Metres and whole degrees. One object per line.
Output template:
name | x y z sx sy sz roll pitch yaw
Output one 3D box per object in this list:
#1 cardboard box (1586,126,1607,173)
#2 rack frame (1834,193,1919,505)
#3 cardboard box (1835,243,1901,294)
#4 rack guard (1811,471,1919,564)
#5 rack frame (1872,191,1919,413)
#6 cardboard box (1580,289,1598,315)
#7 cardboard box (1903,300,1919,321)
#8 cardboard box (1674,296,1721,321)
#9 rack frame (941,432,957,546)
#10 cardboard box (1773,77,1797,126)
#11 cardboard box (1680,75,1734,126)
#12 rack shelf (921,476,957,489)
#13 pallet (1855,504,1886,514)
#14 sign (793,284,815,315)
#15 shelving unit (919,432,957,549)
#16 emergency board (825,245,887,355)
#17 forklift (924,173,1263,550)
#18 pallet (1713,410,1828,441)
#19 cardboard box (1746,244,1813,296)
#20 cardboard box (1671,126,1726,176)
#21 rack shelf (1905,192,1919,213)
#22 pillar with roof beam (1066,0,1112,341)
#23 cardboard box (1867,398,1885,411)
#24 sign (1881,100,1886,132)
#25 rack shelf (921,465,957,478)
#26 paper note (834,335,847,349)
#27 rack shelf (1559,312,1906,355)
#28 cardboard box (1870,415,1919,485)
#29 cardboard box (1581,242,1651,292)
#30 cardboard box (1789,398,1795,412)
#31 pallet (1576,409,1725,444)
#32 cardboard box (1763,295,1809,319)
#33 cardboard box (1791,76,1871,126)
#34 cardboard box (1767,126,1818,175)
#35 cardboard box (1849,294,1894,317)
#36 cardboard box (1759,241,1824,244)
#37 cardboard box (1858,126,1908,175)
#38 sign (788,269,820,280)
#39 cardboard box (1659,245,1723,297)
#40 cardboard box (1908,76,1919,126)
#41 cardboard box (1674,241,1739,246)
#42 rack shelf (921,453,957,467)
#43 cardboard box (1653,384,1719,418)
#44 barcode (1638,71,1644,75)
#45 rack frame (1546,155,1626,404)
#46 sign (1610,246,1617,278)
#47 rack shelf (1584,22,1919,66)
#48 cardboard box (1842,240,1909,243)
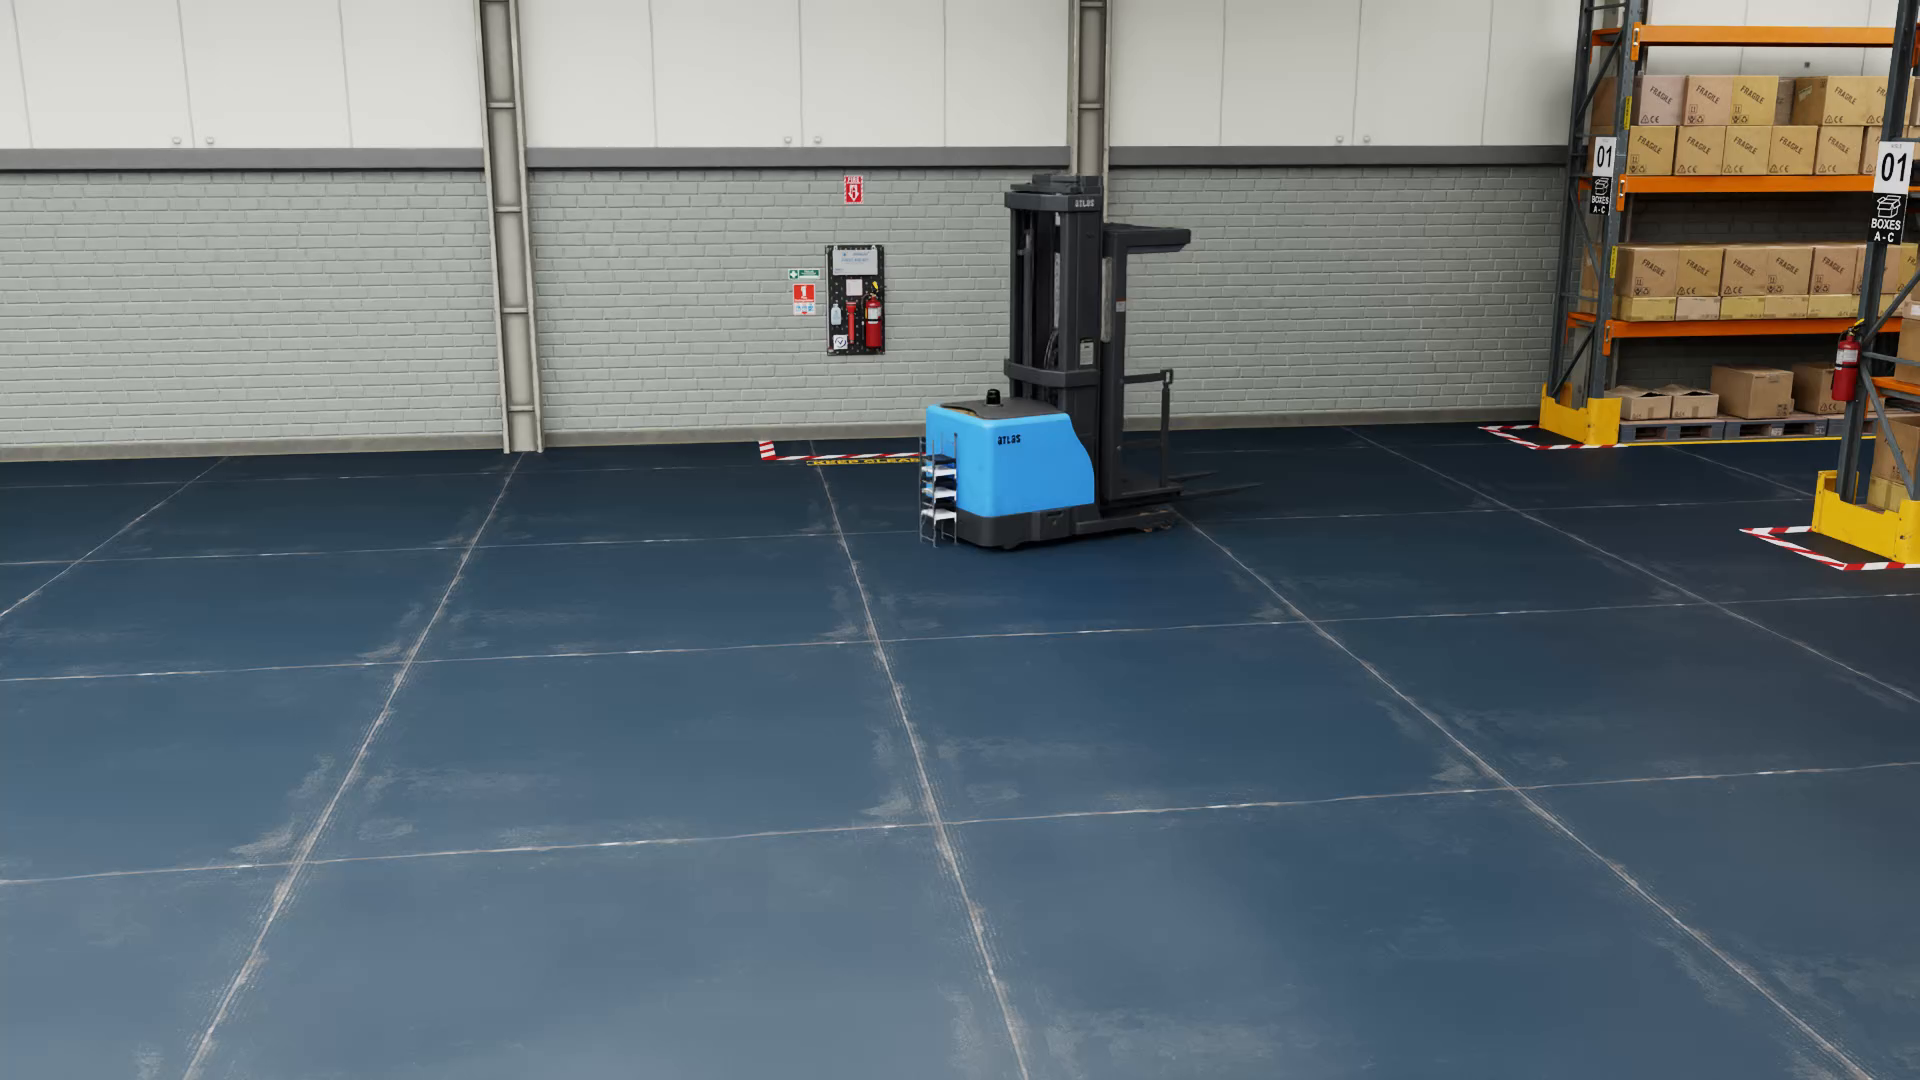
cardboard box | 7.097 -4.194 17.866 0.500 0.500 0.500 -1 14 -4
rack frame | 7.464 -1.414 13.192 0.127 3.000 1.000 -2 14 -8
cardboard box | 9.764 -2.940 18.003 0.500 0.500 0.500 -2 14 -9
rack guard | 7.440 -0.200 13.492 0.348 0.500 1.175 -2 14 -8
rack frame | 10.678 -2.750 18.521 0.127 3.000 1.000 -2 14 -8
cardboard box | 7.156 -2.605 18.212 0.500 0.250 0.500 -2 14 -7
cardboard box | 7.813 -1.836 13.339 0.250 0.149 0.380 -2 14 -9
cardboard box | 7.763 -2.505 17.813 0.500 0.250 0.500 -3 14 -10
rack frame | -0.090 -0.417 13.534 0.006 0.900 0.240 -8 16 -30
cardboard box | 8.637 -4.733 17.959 0.500 0.500 0.500 -2 14 -8
cardboard box | 7.643 -4.565 17.288 0.500 0.500 0.500 -2 14 -9
rack shelf | -0.178 -0.459 13.469 0.200 0.077 0.258 -8 16 -30
pallet | 8.214 -0.099 13.682 1.213 0.211 1.003 -2 14 -8
sign | -1.659 -2.563 17.701 0.234 0.329 0.001 -2 14 -8
shelving unit | -0.178 -0.404 13.483 0.210 0.900 0.258 -8 16 -30
emergency board | -1.097 -2.541 17.686 0.643 1.169 0.194 -2 14 -8
forklift | 1.232 -1.586 14.022 3.031 2.935 1.130 -8 16 -30
pallet | 8.810 -1.320 18.549 1.213 0.211 1.003 -2 14 -8
cardboard box | 8.750 -2.905 17.864 0.500 0.500 0.500 -2 14 -7
cardboard box | 7.627 -4.081 17.415 0.500 0.500 0.500 -1 14 -5
rack shelf | 9.442 -2.592 13.203 4.000 0.370 1.077 -2 14 -8
pillar with roof beam | 1.994 -4.495 13.148 0.400 9.000 9.100 -2 14 -8
cardboard box | 10.153 -1.562 18.706 0.250 0.166 0.380 -4 15 -16
sign | 7.397 -3.391 13.251 0.005 0.325 0.100 -2 14 -8
rack shelf | -0.178 -0.546 13.448 0.200 0.077 0.258 -8 16 -30
paper note | -1.282 -2.124 17.834 0.142 0.148 0.016 -2 14 -8
rack shelf | 8.700 -2.329 18.319 4.000 0.370 1.077 -2 14 -8
cardboard box | 7.950 -0.738 13.747 0.500 0.500 0.500 -2 14 -8
cardboard box | 7.157 -2.974 18.139 0.500 0.500 0.500 -2 14 -9
cardboard box | 9.093 -1.527 18.602 0.250 0.149 0.380 -3 14 -13
pallet | 7.606 -1.276 18.376 1.213 0.211 1.003 -2 14 -8
cardboard box | 8.768 -2.540 17.952 0.500 0.250 0.500 -2 14 -8
cardboard box | 9.167 -4.621 17.512 0.500 0.500 0.500 -3 14 -10
cardboard box | 8.666 -4.125 17.592 0.500 0.500 0.500 -1 14 -5
cardboard box | 9.761 -2.581 18.113 0.500 0.250 0.500 -2 14 -8
cardboard box | 9.176 -3.049 18.440 0.500 0.500 0.500 -2 14 -7
cardboard box | 9.713 -4.170 17.770 0.500 0.500 0.500 -3 14 -13
sign | -1.653 -2.818 17.628 0.331 0.109 0.001 -2 14 -8
cardboard box | 7.729 -2.866 17.710 0.500 0.500 0.500 -2 14 -8
cardboard box | 10.223 -4.665 17.687 0.500 0.500 0.500 -3 14 -13
cardboard box | 8.167 -3.010 18.281 0.500 0.500 0.500 -2 14 -10
rack shelf | -0.178 -0.634 13.426 0.200 0.077 0.258 -8 16 -30
cardboard box | 7.984 -1.538 18.312 0.500 0.311 0.500 -1 14 -4
barcode | 7.350 -5.030 17.953 0.075 0.075 0.001 -2 14 -8
rack frame | 6.722 -2.605 17.943 0.127 3.000 1.000 -2 14 -8
sign | 6.803 -2.894 17.317 0.005 0.325 0.100 -2 14 -8
rack shelf | 8.700 -5.237 17.590 4.000 0.370 1.077 -2 14 -8
cardboard box | 10.182 -3.084 18.578 0.500 0.500 0.500 -2 14 -10
